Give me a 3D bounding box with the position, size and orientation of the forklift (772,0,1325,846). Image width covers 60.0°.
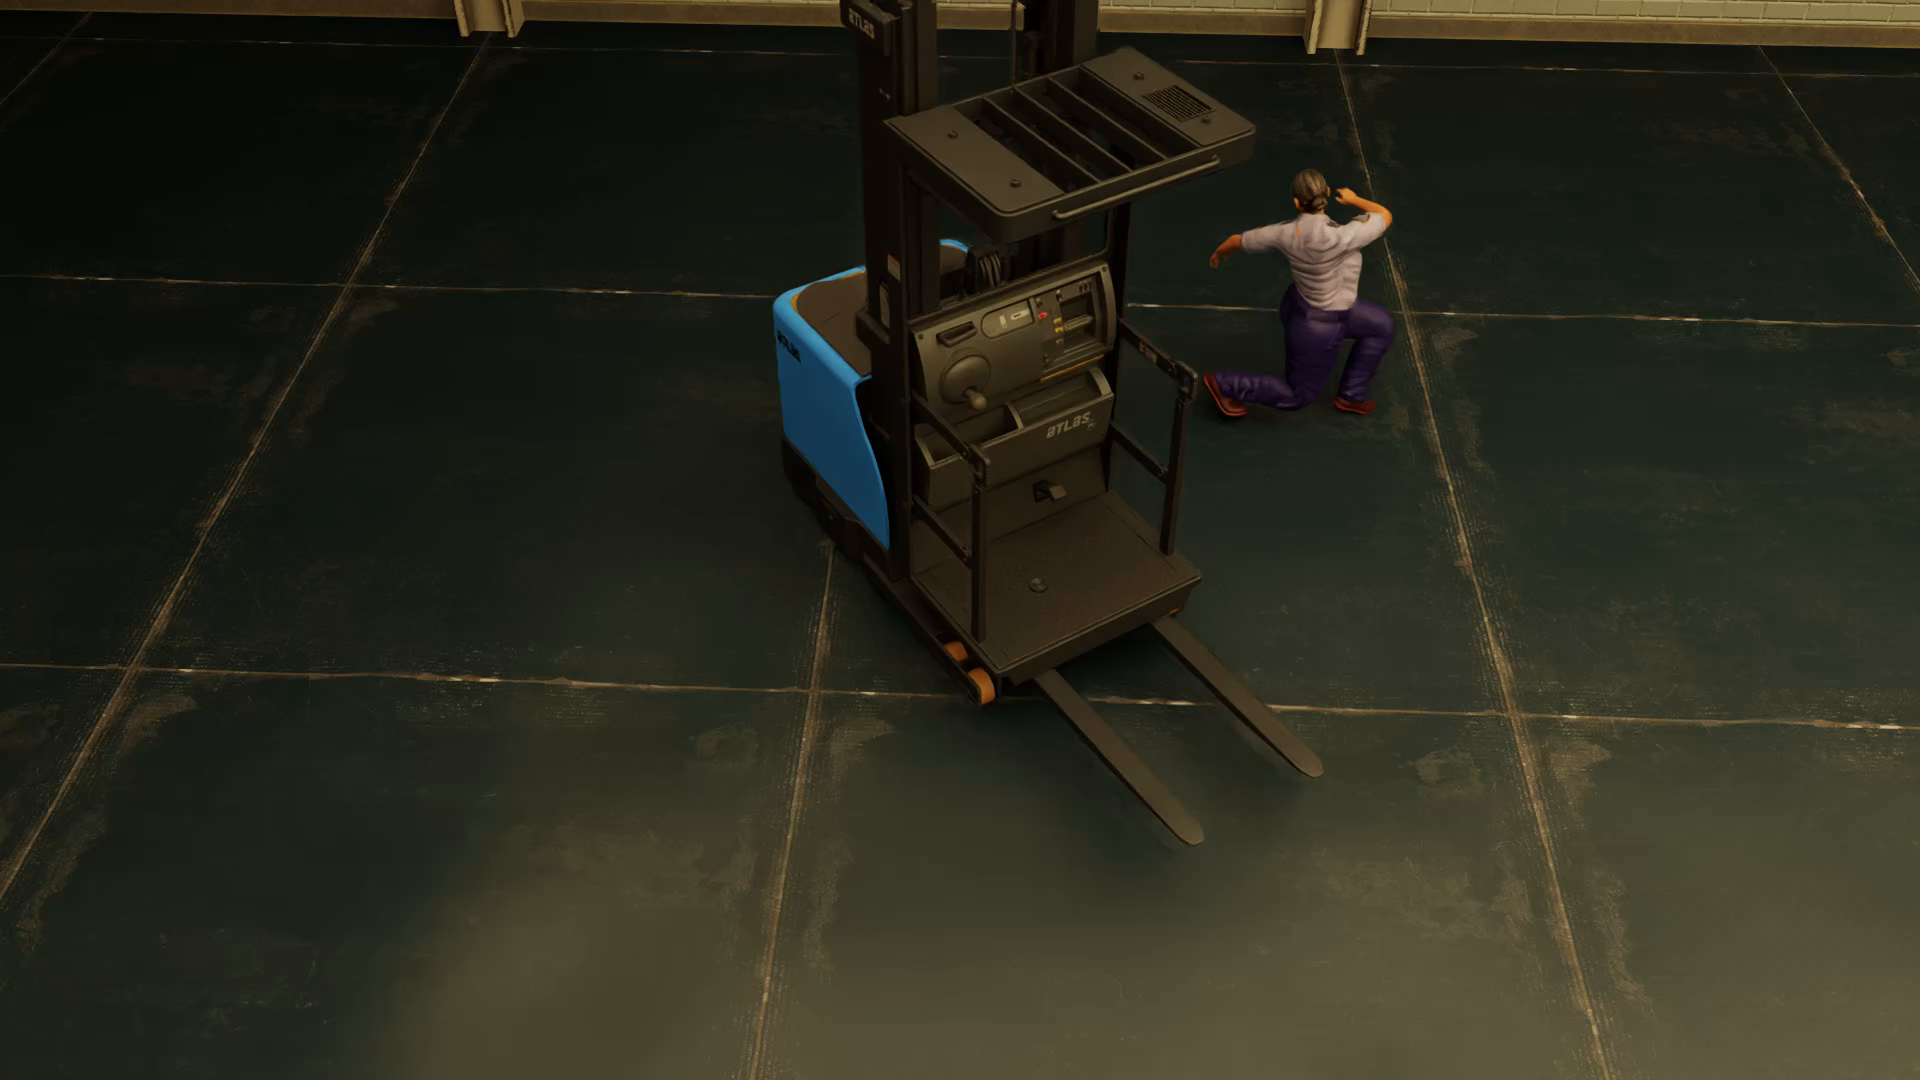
[{"bbox_3d":[0.348,-0.737,6.549,1.130,2.935,3.031,-23,47,-23],"label":"forklift"}]

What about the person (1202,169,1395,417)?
[{"bbox_3d":[1.698,-1.243,8.289,0.942,1.403,0.764,-6,43,-7],"label":"person"}]
